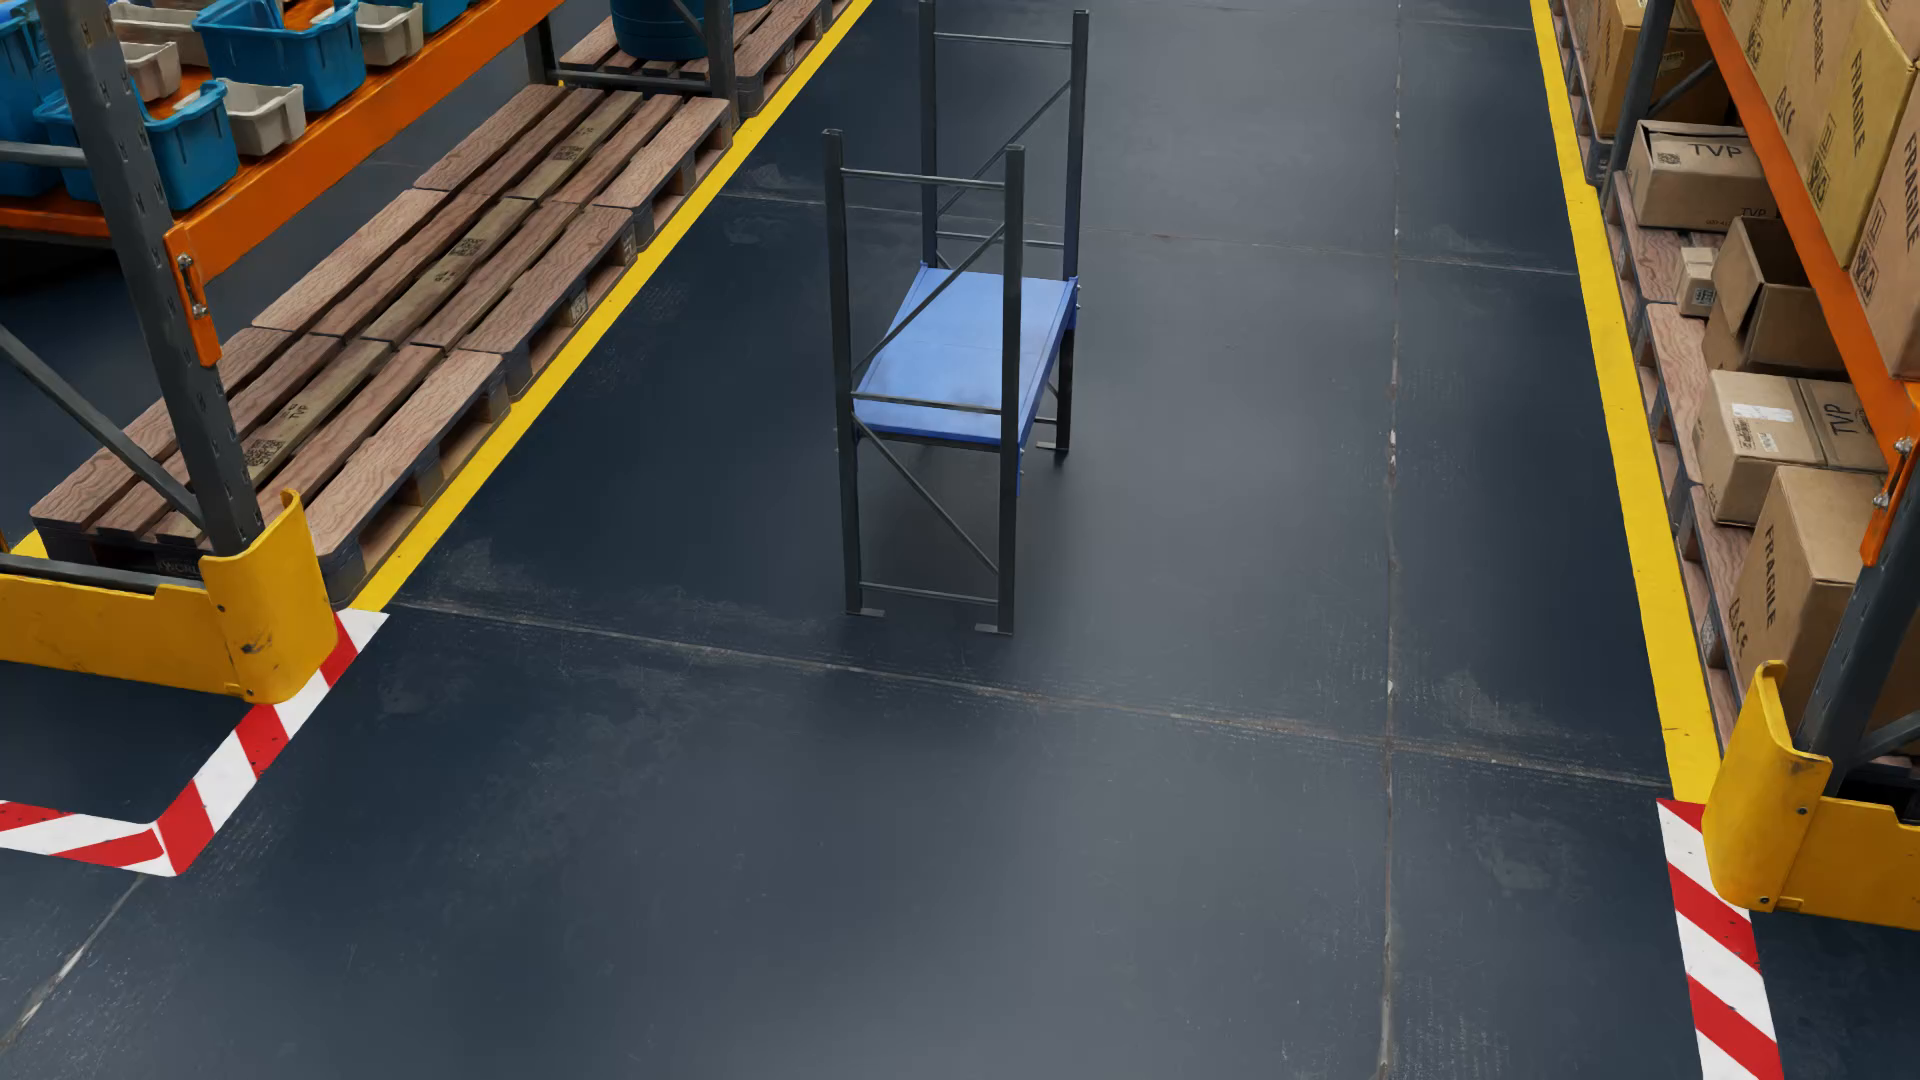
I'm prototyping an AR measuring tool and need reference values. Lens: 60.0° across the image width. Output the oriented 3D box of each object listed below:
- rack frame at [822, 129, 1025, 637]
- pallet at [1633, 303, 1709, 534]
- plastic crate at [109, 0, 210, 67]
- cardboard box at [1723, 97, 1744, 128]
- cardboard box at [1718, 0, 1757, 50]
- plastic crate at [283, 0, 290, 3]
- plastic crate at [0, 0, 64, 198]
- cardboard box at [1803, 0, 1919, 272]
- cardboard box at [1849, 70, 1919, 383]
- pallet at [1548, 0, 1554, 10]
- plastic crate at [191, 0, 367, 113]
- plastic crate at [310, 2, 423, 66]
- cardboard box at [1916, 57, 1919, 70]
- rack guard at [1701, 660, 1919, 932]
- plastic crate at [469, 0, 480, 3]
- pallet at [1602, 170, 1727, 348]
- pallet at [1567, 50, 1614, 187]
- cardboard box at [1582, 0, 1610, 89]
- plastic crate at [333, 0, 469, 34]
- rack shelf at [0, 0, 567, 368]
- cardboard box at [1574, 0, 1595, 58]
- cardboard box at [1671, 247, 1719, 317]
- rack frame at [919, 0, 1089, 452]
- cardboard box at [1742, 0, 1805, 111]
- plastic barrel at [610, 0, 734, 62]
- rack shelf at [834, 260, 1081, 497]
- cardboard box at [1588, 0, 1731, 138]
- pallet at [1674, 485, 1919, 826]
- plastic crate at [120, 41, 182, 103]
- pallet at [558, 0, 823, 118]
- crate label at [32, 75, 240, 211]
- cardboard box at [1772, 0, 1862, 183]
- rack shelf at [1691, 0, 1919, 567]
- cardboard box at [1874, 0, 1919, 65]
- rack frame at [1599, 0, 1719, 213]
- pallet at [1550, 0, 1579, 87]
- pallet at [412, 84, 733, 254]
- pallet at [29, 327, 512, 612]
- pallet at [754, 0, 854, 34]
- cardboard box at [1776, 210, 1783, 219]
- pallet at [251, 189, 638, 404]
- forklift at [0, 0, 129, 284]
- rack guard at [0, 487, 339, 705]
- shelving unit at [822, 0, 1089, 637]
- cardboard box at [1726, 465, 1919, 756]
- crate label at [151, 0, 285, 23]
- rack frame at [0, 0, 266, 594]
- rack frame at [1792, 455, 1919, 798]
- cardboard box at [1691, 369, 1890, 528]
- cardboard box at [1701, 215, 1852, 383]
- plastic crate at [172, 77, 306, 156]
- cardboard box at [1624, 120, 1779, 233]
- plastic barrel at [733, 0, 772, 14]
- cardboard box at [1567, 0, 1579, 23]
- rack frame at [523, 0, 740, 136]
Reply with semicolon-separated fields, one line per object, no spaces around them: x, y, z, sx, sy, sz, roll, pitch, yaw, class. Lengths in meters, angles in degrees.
-0.090;-0.365;4.475;0.500;1.500;0.032;7;37;10;rack frame
2.875;-0.382;5.597;1.003;0.211;1.213;7;37;10;pallet
-2.338;-1.508;4.948;0.396;0.136;0.243;7;37;10;plastic crate
3.623;-2.019;7.235;0.500;0.500;0.500;6;36;8;cardboard box
2.691;-1.808;5.103;0.500;0.500;0.500;7;37;10;cardboard box
-2.257;-1.843;5.410;0.298;0.136;0.250;7;37;10;plastic crate
-2.522;-1.190;4.254;0.616;0.435;0.499;7;37;10;plastic crate
2.364;-0.942;3.909;0.500;0.500;0.500;8;37;10;cardboard box
2.257;-0.644;3.498;0.500;0.500;0.500;8;37;11;cardboard box
3.939;-3.347;9.688;1.003;0.211;1.213;7;37;10;pallet
-1.896;-1.370;4.676;0.416;0.233;0.300;7;37;10;plastic crate
-1.743;-1.516;4.959;0.250;0.136;0.298;7;37;10;plastic crate
2.253;-1.048;3.202;0.500;0.500;0.500;7;37;10;cardboard box
2.443;0.656;3.919;1.175;0.500;0.348;7;37;10;rack guard
-1.692;-1.920;5.434;0.416;0.233;0.300;7;37;10;plastic crate
3.134;-1.083;6.565;1.003;0.211;1.213;7;37;10;pallet
3.418;-1.948;7.758;1.003;0.211;1.213;7;37;10;pallet
3.220;-2.373;7.724;0.500;0.500;0.500;7;37;10;cardboard box
-1.756;-1.747;5.197;0.416;0.233;0.300;7;37;10;plastic crate
-1.984;-1.791;5.778;1.077;0.370;4.000;7;37;10;rack shelf
3.328;-2.661;8.120;0.500;0.500;0.500;8;37;11;cardboard box
2.805;-0.926;6.011;0.380;0.166;0.250;7;37;10;cardboard box
0.127;-0.948;5.279;0.500;1.500;0.032;7;37;10;rack frame
2.584;-1.516;4.701;0.500;0.500;0.500;7;36;9;cardboard box
-1.424;-2.859;8.069;0.600;0.901;0.708;7;37;10;plastic barrel
0.018;-0.511;4.983;0.538;0.185;1.000;7;37;10;rack shelf
3.107;-2.091;7.334;0.500;0.500;0.500;7;37;10;cardboard box
2.612;0.316;4.635;1.003;0.211;1.213;7;37;10;pallet
-2.414;-1.344;4.721;0.396;0.136;0.243;7;37;10;plastic crate
-1.351;-2.537;8.571;1.003;0.211;1.213;7;37;10;pallet
-2.037;-0.993;4.155;0.416;0.233;0.303;7;37;10;crate label
2.476;-1.227;4.302;0.500;0.500;0.500;8;37;10;cardboard box
2.854;-1.168;4.919;1.077;0.370;4.000;7;37;10;rack shelf
2.360;-1.338;3.602;0.500;0.500;0.500;8;37;11;cardboard box
3.281;-2.606;6.290;1.000;3.000;0.127;7;37;10;rack frame
3.676;-2.649;8.726;1.003;0.211;1.213;7;37;10;pallet
-1.676;-1.674;7.379;1.003;0.211;1.213;7;37;10;pallet
-2.197;-0.275;5.449;1.003;0.211;1.213;7;37;10;pallet
-1.093;-3.239;9.539;1.003;0.211;1.213;7;37;10;pallet
3.437;-1.410;6.394;0.500;0.500;0.500;7;37;10;cardboard box
-1.935;-0.972;6.411;1.003;0.211;1.213;7;37;10;pallet
-4.615;-2.885;6.733;3.031;2.935;1.130;30;46;35;forklift
-2.404;0.092;4.697;1.175;0.500;0.348;7;37;10;rack guard
0.018;-0.656;4.877;0.538;1.500;1.048;7;37;10;shelving unit
2.302;0.179;4.203;0.500;0.500;0.500;7;37;10;cardboard box
-2.302;-1.671;5.173;0.396;0.136;0.243;7;37;10;crate label
-2.411;-0.936;3.985;1.000;3.000;0.127;7;37;10;rack frame
2.427;-0.313;3.126;1.000;3.000;0.127;7;37;10;rack frame
2.535;-0.261;5.022;0.500;0.250;0.500;7;37;10;cardboard box
2.885;-0.696;5.406;0.797;0.503;0.637;7;37;10;cardboard box
-1.888;-1.127;4.423;0.250;0.136;0.298;7;37;10;plastic crate
2.980;-1.482;6.655;0.500;0.311;0.500;7;37;10;cardboard box
-1.273;-3.265;8.629;0.600;0.901;0.708;7;37;10;plastic barrel
3.434;-2.952;8.523;0.500;0.500;0.500;6;36;8;cardboard box
-1.557;-3.229;7.149;1.000;3.000;0.127;7;37;10;rack frame
